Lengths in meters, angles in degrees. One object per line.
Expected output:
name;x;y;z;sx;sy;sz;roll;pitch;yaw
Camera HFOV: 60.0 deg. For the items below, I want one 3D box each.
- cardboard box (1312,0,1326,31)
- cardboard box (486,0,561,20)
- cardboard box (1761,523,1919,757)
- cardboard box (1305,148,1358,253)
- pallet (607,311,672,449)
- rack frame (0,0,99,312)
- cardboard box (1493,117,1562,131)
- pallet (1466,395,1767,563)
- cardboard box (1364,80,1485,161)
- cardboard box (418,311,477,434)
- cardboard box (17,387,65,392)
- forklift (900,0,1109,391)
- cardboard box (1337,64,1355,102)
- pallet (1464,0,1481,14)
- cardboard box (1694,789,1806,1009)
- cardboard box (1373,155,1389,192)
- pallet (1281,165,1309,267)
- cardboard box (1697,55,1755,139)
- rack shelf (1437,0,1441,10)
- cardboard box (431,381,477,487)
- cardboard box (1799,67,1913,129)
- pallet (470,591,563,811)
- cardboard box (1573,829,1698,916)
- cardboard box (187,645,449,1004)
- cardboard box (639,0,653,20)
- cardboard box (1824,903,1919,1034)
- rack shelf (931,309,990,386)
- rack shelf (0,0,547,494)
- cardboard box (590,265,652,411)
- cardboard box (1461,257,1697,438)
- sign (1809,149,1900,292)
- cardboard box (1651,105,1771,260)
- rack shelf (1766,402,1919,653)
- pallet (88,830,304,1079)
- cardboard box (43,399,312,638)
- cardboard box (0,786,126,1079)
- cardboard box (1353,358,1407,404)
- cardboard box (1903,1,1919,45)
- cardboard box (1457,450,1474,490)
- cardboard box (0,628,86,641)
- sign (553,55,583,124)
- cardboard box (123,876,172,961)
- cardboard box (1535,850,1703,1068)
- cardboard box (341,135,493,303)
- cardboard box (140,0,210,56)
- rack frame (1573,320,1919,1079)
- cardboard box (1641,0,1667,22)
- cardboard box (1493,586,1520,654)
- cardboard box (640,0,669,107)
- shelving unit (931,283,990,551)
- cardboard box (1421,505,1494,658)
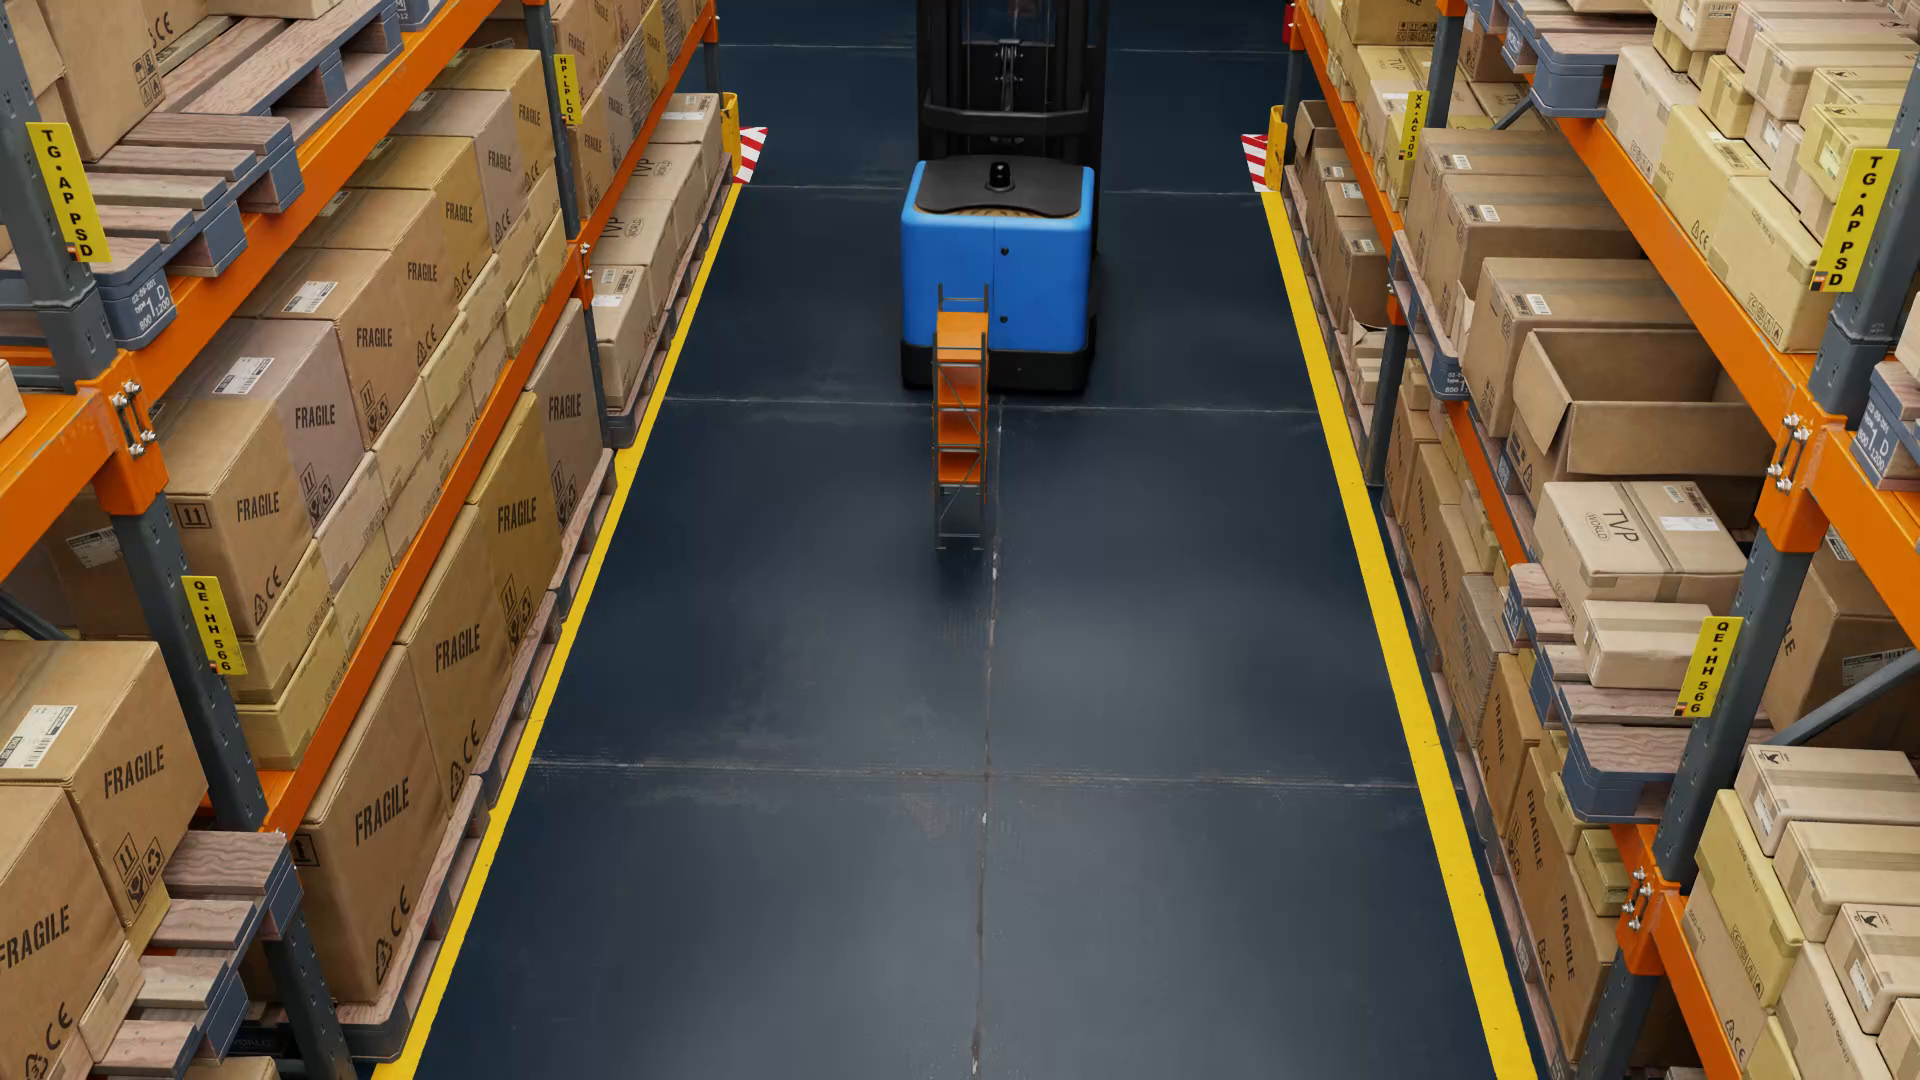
cardboard box;2.465;-3.338;10.263;0.500;0.250;0.500;2;35;2
cardboard box;-2.076;-2.527;7.716;0.380;0.149;0.250;1;35;1
cardboard box;2.628;0.270;4.805;0.500;0.500;0.500;3;35;4
cardboard box;2.580;-2.131;10.483;0.700;0.500;0.500;3;35;4
pallet;-2.239;-0.930;9.390;1.003;0.211;1.213;1;35;2
rack frame;-2.508;-1.793;2.974;1.000;3.000;0.127;1;35;2
cardboard box;2.902;-1.862;8.163;0.500;0.250;0.500;1;35;1
pallet;2.525;-0.264;6.185;1.003;0.211;1.213;1;35;2
cardboard box;2.394;-2.170;8.601;0.500;0.250;0.500;1;35;2
cardboard box;-2.153;-0.641;6.249;0.500;0.250;0.500;2;35;3
cardboard box;-2.736;-0.386;5.234;0.500;0.500;0.500;2;35;3
forklift;0.319;-2.865;9.778;1.130;2.935;3.031;3;35;4
cardboard box;2.394;-2.646;9.624;0.380;0.149;0.250;2;35;3
pallet;2.516;-2.301;6.470;1.213;0.211;1.003;1;35;2
cardboard box;2.165;0.880;4.085;0.500;0.250;0.500;1;35;2
cardboard box;2.348;-1.910;8.577;0.380;0.149;0.250;2;35;3
pallet;2.739;-2.179;11.167;1.003;0.211;1.213;1;35;2
cardboard box;2.258;-1.206;4.533;0.380;0.149;0.250;1;35;2
rack shelf;2.693;-3.606;8.789;1.077;0.370;4.000;1;35;2
cardboard box;-2.191;-0.432;6.387;0.500;0.250;0.500;1;35;2
cardboard box;2.286;-1.029;4.022;0.380;0.149;0.250;0;35;0
pallet;-2.349;0.653;7.138;1.003;0.211;1.213;1;35;2
cardboard box;2.218;1.070;5.363;0.380;0.149;0.250;0;35;0
cardboard box;-2.397;0.964;5.752;0.875;0.875;0.875;1;35;1
cardboard box;-2.005;-3.228;9.278;0.500;0.500;0.500;1;35;2
cardboard box;2.150;0.946;3.644;0.380;0.149;0.250;2;35;3
rack shelf;0.007;-0.908;7.814;0.258;0.148;0.480;1;35;2
rack shelf;-2.428;-1.420;5.679;1.077;0.370;4.000;1;35;2
cardboard box;-2.215;-1.118;9.095;0.875;0.438;0.875;1;35;1
cardboard box;2.317;-0.715;6.207;0.700;0.500;0.500;1;35;2
sign;1.910;-0.678;3.548;0.100;0.325;0.005;1;35;2
cardboard box;2.249;-0.981;4.558;0.500;0.250;0.500;1;35;2
rack shelf;2.371;0.991;2.249;1.077;0.370;4.000;1;35;2
pallet;-2.430;1.152;4.168;1.213;0.211;1.003;1;35;2
cardboard box;-2.244;-0.066;4.778;0.500;0.500;0.500;0;35;0
cardboard box;-2.259;0.892;3.661;0.500;0.500;0.500;1;35;1
cardboard box;2.341;-0.856;8.973;0.380;0.149;0.250;0;35;0
cardboard box;2.753;-1.323;4.441;0.380;0.149;0.250;2;35;3
cardboard box;2.402;-0.272;7.273;0.380;0.149;0.250;1;35;1
cardboard box;-2.743;0.235;5.003;0.500;0.250;0.500;1;35;2
sign;-1.805;-2.071;7.649;0.100;0.325;0.005;1;35;2
cardboard box;-2.225;0.942;4.154;0.380;0.149;0.250;2;35;3
cardboard box;2.254;1.377;5.490;0.500;0.500;0.500;2;35;3
cardboard box;-2.168;-1.235;6.443;0.500;0.500;0.500;2;35;3
cardboard box;-2.727;-1.797;5.138;0.500;0.500;0.500;2;35;2
rack frame;2.452;0.774;4.539;1.000;3.000;0.127;1;35;2
cardboard box;2.222;-1.626;4.871;0.380;0.149;0.250;1;35;2
cardboard box;2.300;0.309;6.446;0.380;0.149;0.250;0;35;0
cardboard box;-1.996;-2.811;9.554;0.500;0.500;0.500;2;35;3
shelving unit;0.007;-0.586;8.040;0.258;1.200;0.503;1;35;2
cardboard box;2.332;0.193;7.176;0.500;0.500;0.500;0;35;0
